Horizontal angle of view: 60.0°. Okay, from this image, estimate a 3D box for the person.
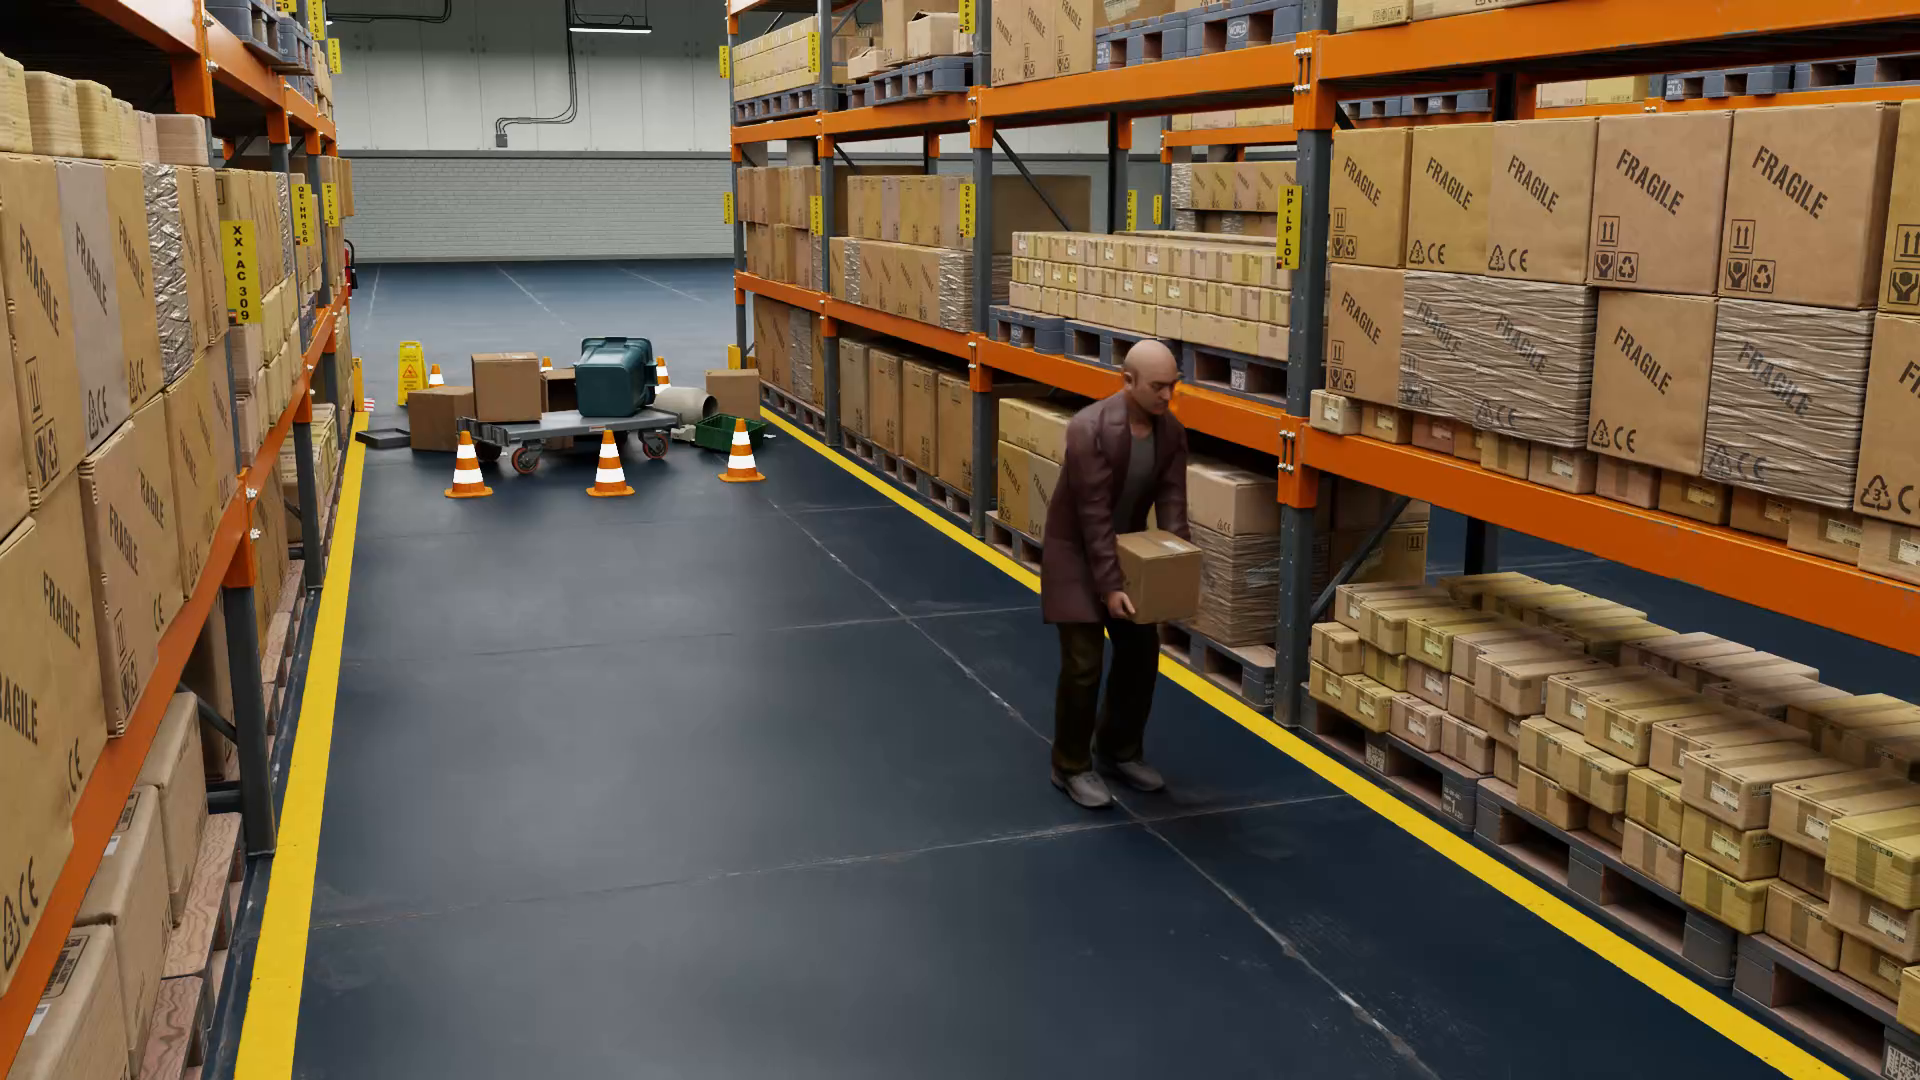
[{"bbox_3d":[0.581,0.121,6.099,0.537,1.719,0.627,-7,14,-29],"label":"person"}]
